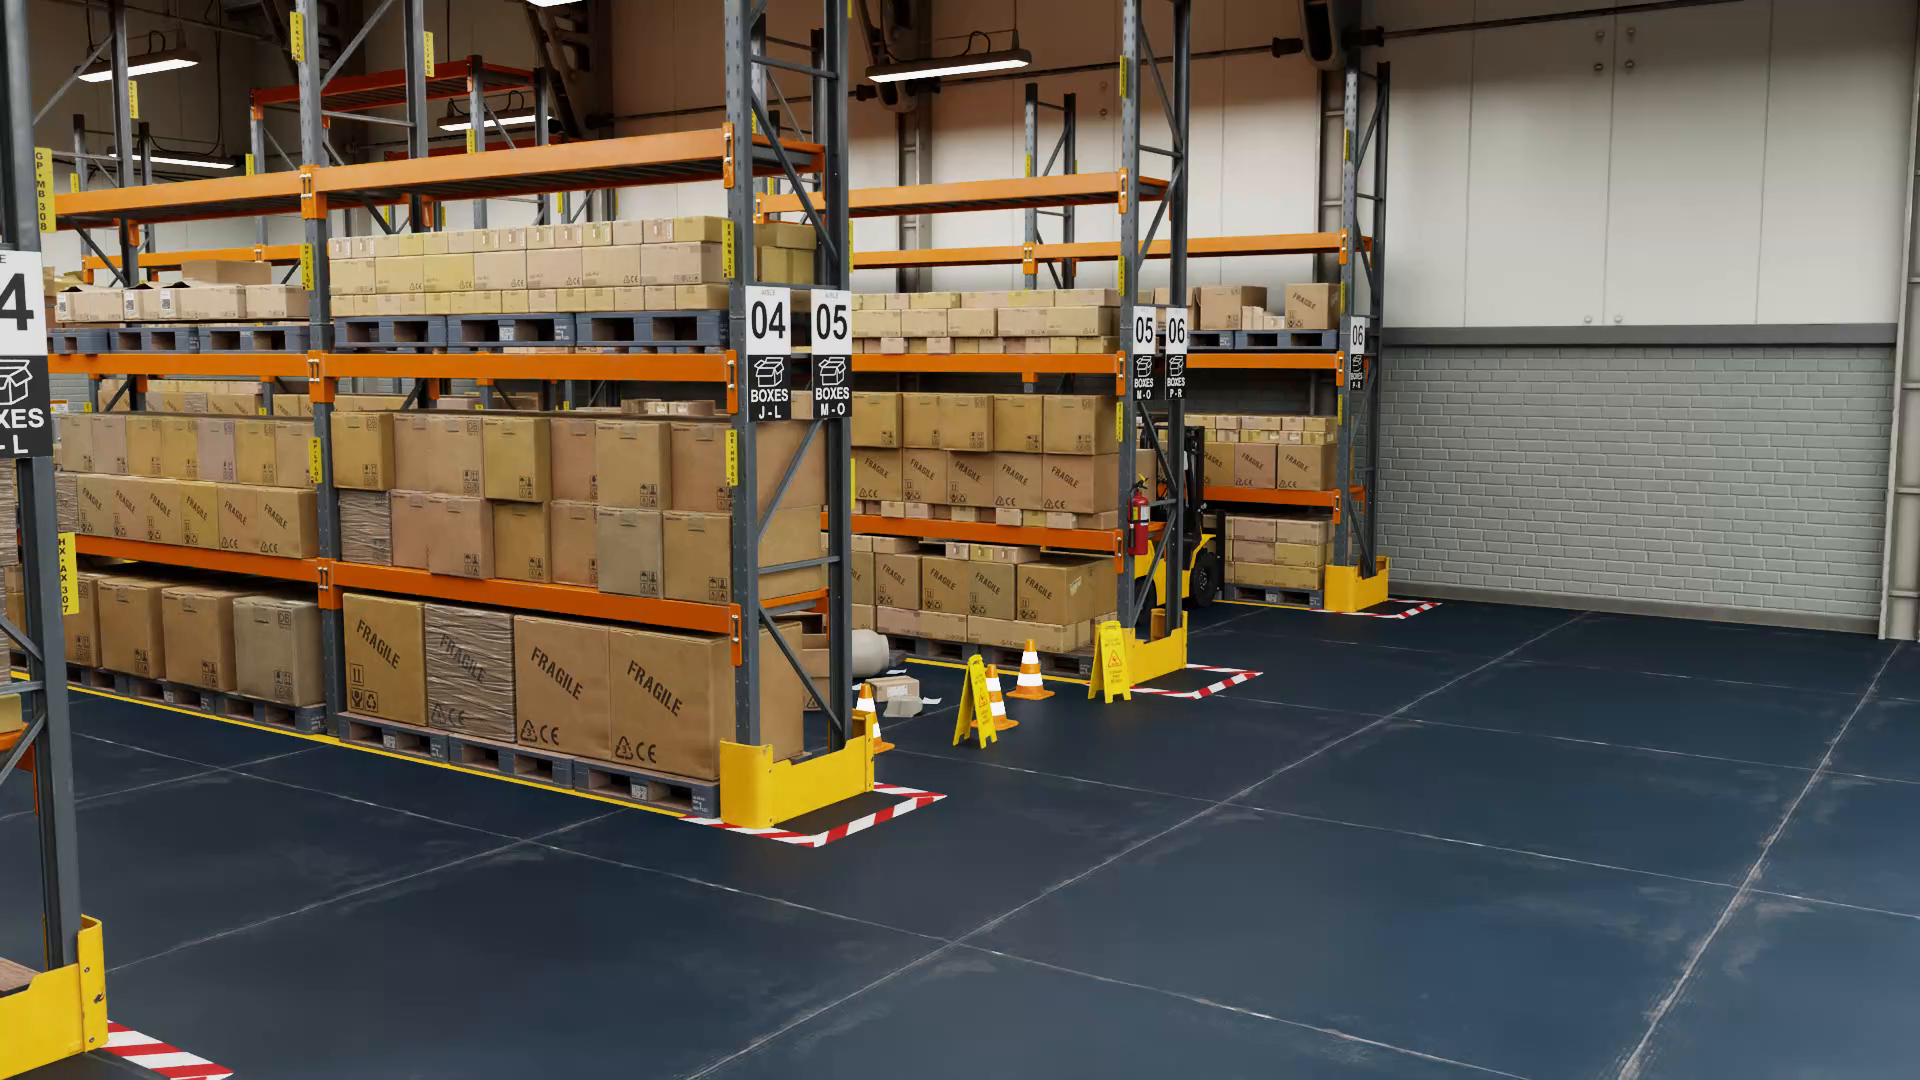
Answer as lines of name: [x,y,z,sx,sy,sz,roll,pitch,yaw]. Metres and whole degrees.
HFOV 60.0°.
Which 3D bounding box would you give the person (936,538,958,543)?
person: [-0.120,-0.149,19.238,0.453,1.631,0.425,4,8,35]
